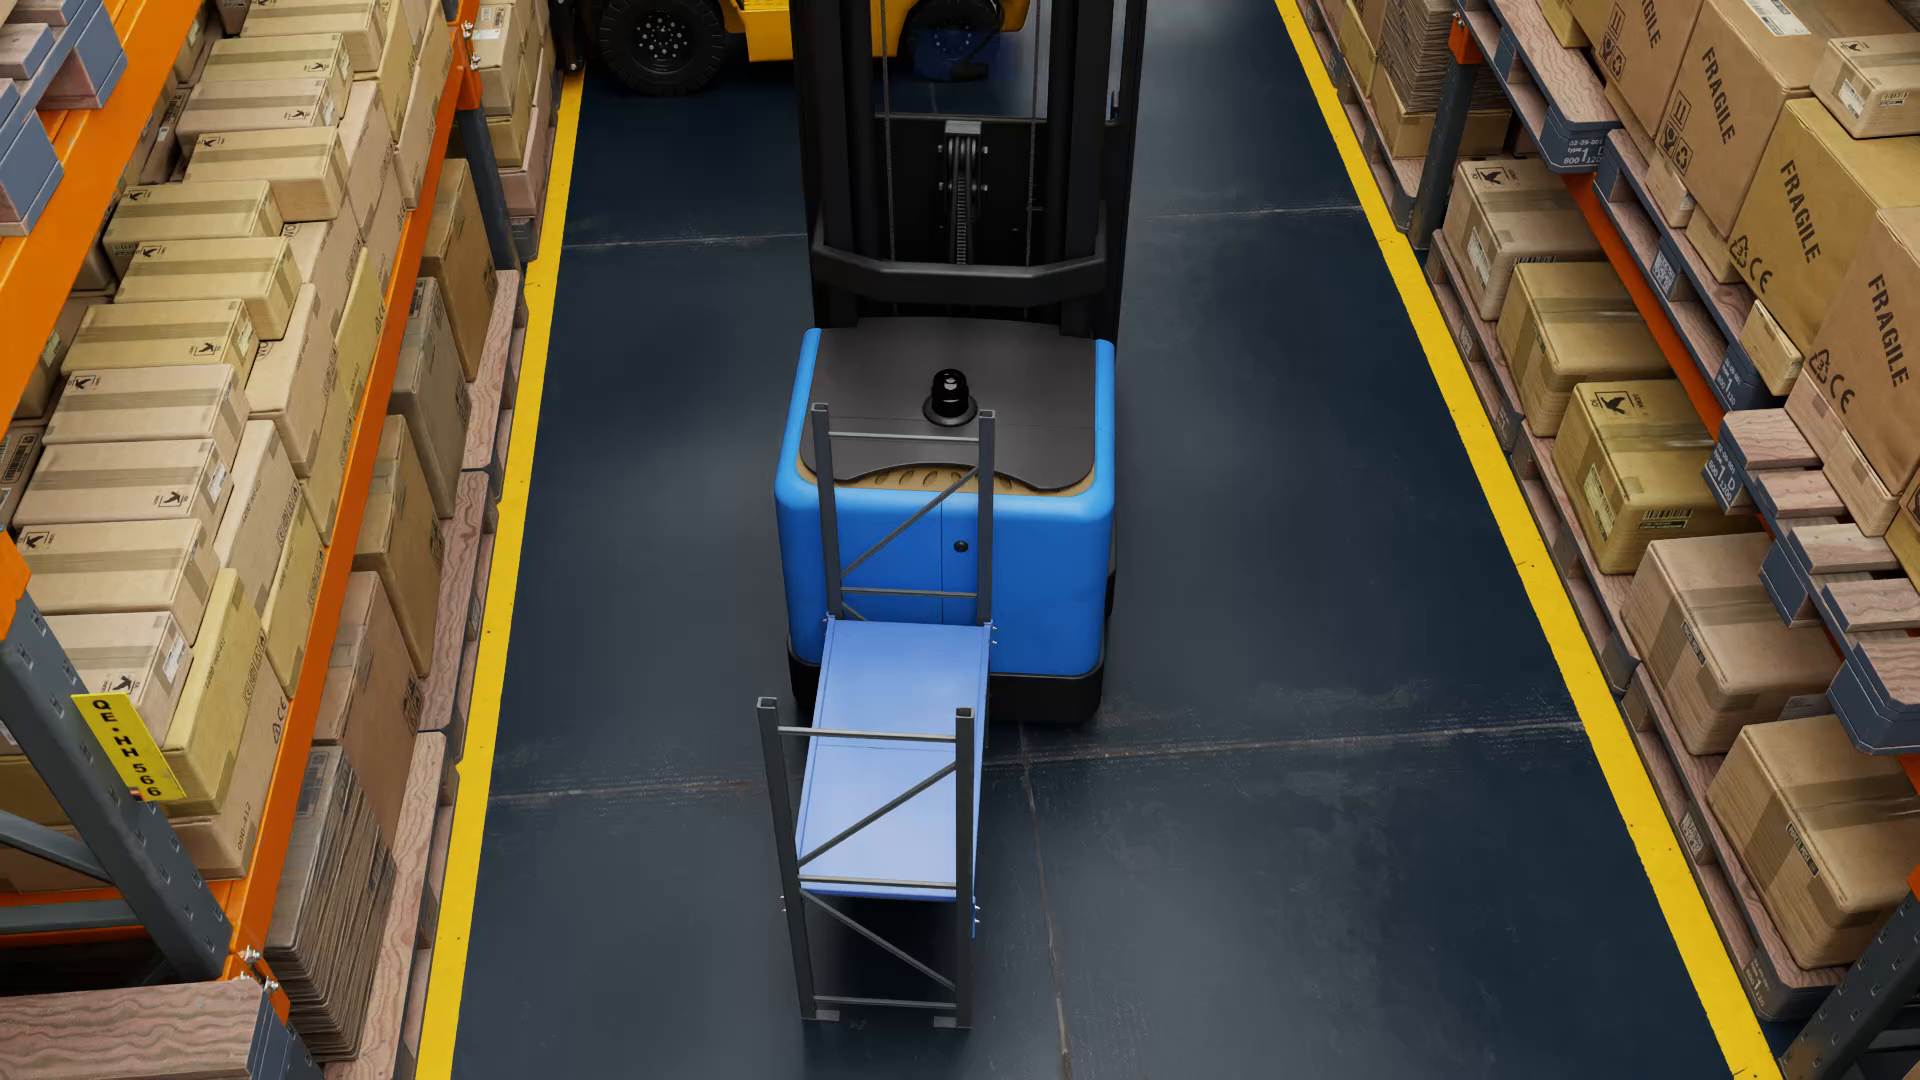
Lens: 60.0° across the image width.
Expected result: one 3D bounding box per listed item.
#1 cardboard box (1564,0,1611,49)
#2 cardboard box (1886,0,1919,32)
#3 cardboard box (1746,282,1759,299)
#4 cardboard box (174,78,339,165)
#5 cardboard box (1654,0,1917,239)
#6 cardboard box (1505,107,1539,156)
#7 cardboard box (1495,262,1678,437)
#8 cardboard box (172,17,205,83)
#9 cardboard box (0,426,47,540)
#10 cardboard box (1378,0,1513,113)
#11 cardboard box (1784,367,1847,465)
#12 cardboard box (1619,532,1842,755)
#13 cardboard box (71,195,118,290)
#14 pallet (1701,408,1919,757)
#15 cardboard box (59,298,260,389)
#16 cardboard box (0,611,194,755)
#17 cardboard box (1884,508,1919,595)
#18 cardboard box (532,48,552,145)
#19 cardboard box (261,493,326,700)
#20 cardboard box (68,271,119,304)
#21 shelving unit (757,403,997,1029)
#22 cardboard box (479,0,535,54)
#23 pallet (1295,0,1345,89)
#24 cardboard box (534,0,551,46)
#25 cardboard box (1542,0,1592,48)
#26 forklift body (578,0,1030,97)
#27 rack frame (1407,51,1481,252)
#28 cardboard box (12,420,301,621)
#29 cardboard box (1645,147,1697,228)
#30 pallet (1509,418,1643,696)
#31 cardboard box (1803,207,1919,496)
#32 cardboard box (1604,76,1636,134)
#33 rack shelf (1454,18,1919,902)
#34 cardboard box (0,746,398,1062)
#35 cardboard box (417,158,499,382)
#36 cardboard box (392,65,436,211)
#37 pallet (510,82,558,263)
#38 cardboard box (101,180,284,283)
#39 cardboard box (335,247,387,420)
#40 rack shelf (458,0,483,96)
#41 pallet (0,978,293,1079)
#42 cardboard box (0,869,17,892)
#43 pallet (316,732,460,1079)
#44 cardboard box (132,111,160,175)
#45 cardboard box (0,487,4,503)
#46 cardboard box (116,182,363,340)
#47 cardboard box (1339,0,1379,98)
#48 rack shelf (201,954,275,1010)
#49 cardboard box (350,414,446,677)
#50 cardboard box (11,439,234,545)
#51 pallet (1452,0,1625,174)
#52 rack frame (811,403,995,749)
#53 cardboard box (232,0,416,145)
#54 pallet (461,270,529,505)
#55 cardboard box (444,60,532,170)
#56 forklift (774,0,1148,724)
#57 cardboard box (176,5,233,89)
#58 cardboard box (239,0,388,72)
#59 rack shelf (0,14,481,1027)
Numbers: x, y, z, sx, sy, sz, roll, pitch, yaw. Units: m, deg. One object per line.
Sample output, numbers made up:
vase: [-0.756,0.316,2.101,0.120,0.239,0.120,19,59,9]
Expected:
cardboard box: [2.331,-1.963,5.481,0.500,0.500,0.500,-3,47,-3]
cardboard box: [2.927,-1.251,4.806,0.500,0.500,0.500,-5,47,-5]
cardboard box: [2.502,-0.728,4.757,0.380,0.149,0.250,-3,47,-3]
cardboard box: [-2.025,-1.198,4.803,0.380,0.149,0.250,-3,47,-3]
cardboard box: [2.412,-1.234,4.790,0.500,0.500,0.500,-5,47,-5]
cardboard box: [2.754,-2.043,7.724,0.500,0.250,0.500,-5,47,-5]
cardboard box: [2.645,-0.743,6.408,0.950,0.372,0.625,-1,47,-1]
cardboard box: [-2.563,-1.525,5.113,0.380,0.149,0.250,-4,47,-4]
cardboard box: [-2.436,-0.001,3.944,0.500,0.250,0.500,-3,47,-3]
cardboard box: [2.218,-2.270,7.422,0.500,0.500,0.500,-4,47,-4]
cardboard box: [2.434,-0.340,4.390,0.380,0.149,0.250,-5,47,-5]
cardboard box: [2.762,0.309,5.412,0.950,0.372,0.625,-4,47,-4]
cardboard box: [-2.453,-0.793,4.419,0.380,0.149,0.250,-2,47,-2]
pallet: [2.704,0.050,4.269,1.213,0.211,1.003,-3,47,-3]
cardboard box: [-1.966,-0.455,4.099,0.380,0.149,0.250,-3,47,-3]
cardboard box: [-1.810,0.291,3.393,0.380,0.149,0.250,-2,47,-2]
cardboard box: [2.513,0.022,4.047,0.380,0.149,0.250,-3,47,-3]
cardboard box: [-2.180,-2.032,7.713,0.500,0.250,0.500,-4,47,-4]
cardboard box: [-1.907,0.149,4.147,0.500,0.250,0.500,-4,47,-4]
cardboard box: [-2.509,-0.728,4.633,0.500,0.250,0.500,-4,47,-4]
shelving unit: [-0.186,0.532,4.713,0.538,1.500,1.048,3,47,2]
cardboard box: [-2.172,-2.379,7.353,0.500,0.250,0.500,-3,47,-3]
pallet: [2.338,-2.811,8.767,1.003,0.211,1.213,-3,47,-3]
cardboard box: [-2.219,-2.565,7.874,0.500,0.250,0.500,-4,47,-4]
cardboard box: [2.278,-1.859,5.828,0.380,0.149,0.250,-3,47,-2]
forklift body: [-0.769,-3.438,8.025,2.313,2.155,1.214,-3,47,-3]
rack frame: [2.535,-2.401,6.458,1.000,3.000,0.127,-3,47,-3]
cardboard box: [-1.911,-0.021,3.963,0.500,0.250,0.500,-2,47,-2]
cardboard box: [2.347,-1.096,5.105,0.380,0.149,0.250,-2,47,-2]
pallet: [2.707,0.006,6.099,1.003,0.211,1.213,-3,47,-3]
cardboard box: [2.500,-0.474,4.070,0.500,0.500,0.500,-4,47,-4]
cardboard box: [2.358,-1.470,5.460,0.380,0.149,0.250,-3,47,-3]
rack shelf: [2.702,-0.707,5.349,1.077,0.370,4.000,-3,47,-3]
cardboard box: [-2.115,1.017,4.567,0.875,0.625,0.625,-2,47,-2]
cardboard box: [-2.356,-1.048,6.523,0.875,0.625,0.625,-2,47,-2]
cardboard box: [-2.061,-1.333,5.550,0.500,0.250,0.500,-4,47,-4]
pallet: [-2.436,-1.716,7.730,1.003,0.211,1.213,-3,47,-3]
cardboard box: [-2.046,-0.824,4.449,0.380,0.149,0.250,-3,47,-3]
cardboard box: [-1.999,-0.599,4.855,0.500,0.250,0.500,-2,47,-2]
rack shelf: [-2.579,-3.297,7.802,1.077,0.370,4.000,-3,47,-3]
pallet: [-1.950,1.349,3.038,1.213,0.211,1.003,-3,47,-3]
cardboard box: [-2.369,0.539,3.777,0.500,0.250,0.500,-4,47,-4]
pallet: [-2.106,1.158,5.008,1.003,0.211,1.213,-3,47,-3]
cardboard box: [-2.542,-1.161,4.768,0.380,0.149,0.250,-4,47,-4]
cardboard box: [-2.400,-0.057,3.722,0.380,0.149,0.250,-4,47,-3]
cardboard box: [-2.005,-0.769,4.672,0.500,0.250,0.500,-3,47,-3]
cardboard box: [2.163,-2.396,8.058,0.500,0.250,0.500,-5,47,-4]
rack shelf: [-1.909,2.492,2.320,1.077,0.370,4.000,-3,47,-3]
cardboard box: [-2.234,0.058,5.476,0.875,0.625,0.625,-5,47,-5]
cardboard box: [-1.880,-0.086,3.750,0.380,0.149,0.250,-2,47,-2]
pallet: [2.454,-1.774,5.996,1.003,0.211,1.213,-3,47,-3]
rack frame: [-0.154,0.164,5.062,0.500,1.500,0.032,3,47,2]
cardboard box: [-2.065,-1.506,5.369,0.500,0.250,0.500,-5,47,-4]
pallet: [-2.311,-0.607,6.680,1.003,0.211,1.213,-3,47,-3]
cardboard box: [-2.144,-1.836,7.184,0.500,0.250,0.500,-4,47,-3]
forklift: [0.039,-1.460,5.614,1.130,2.935,3.031,3,47,2]
cardboard box: [-2.592,-1.470,5.335,0.500,0.250,0.500,-4,47,-4]
cardboard box: [-2.000,-1.573,5.158,0.380,0.149,0.250,-5,47,-5]
rack shelf: [-2.244,-0.403,5.061,1.077,0.370,4.000,-3,47,-3]
